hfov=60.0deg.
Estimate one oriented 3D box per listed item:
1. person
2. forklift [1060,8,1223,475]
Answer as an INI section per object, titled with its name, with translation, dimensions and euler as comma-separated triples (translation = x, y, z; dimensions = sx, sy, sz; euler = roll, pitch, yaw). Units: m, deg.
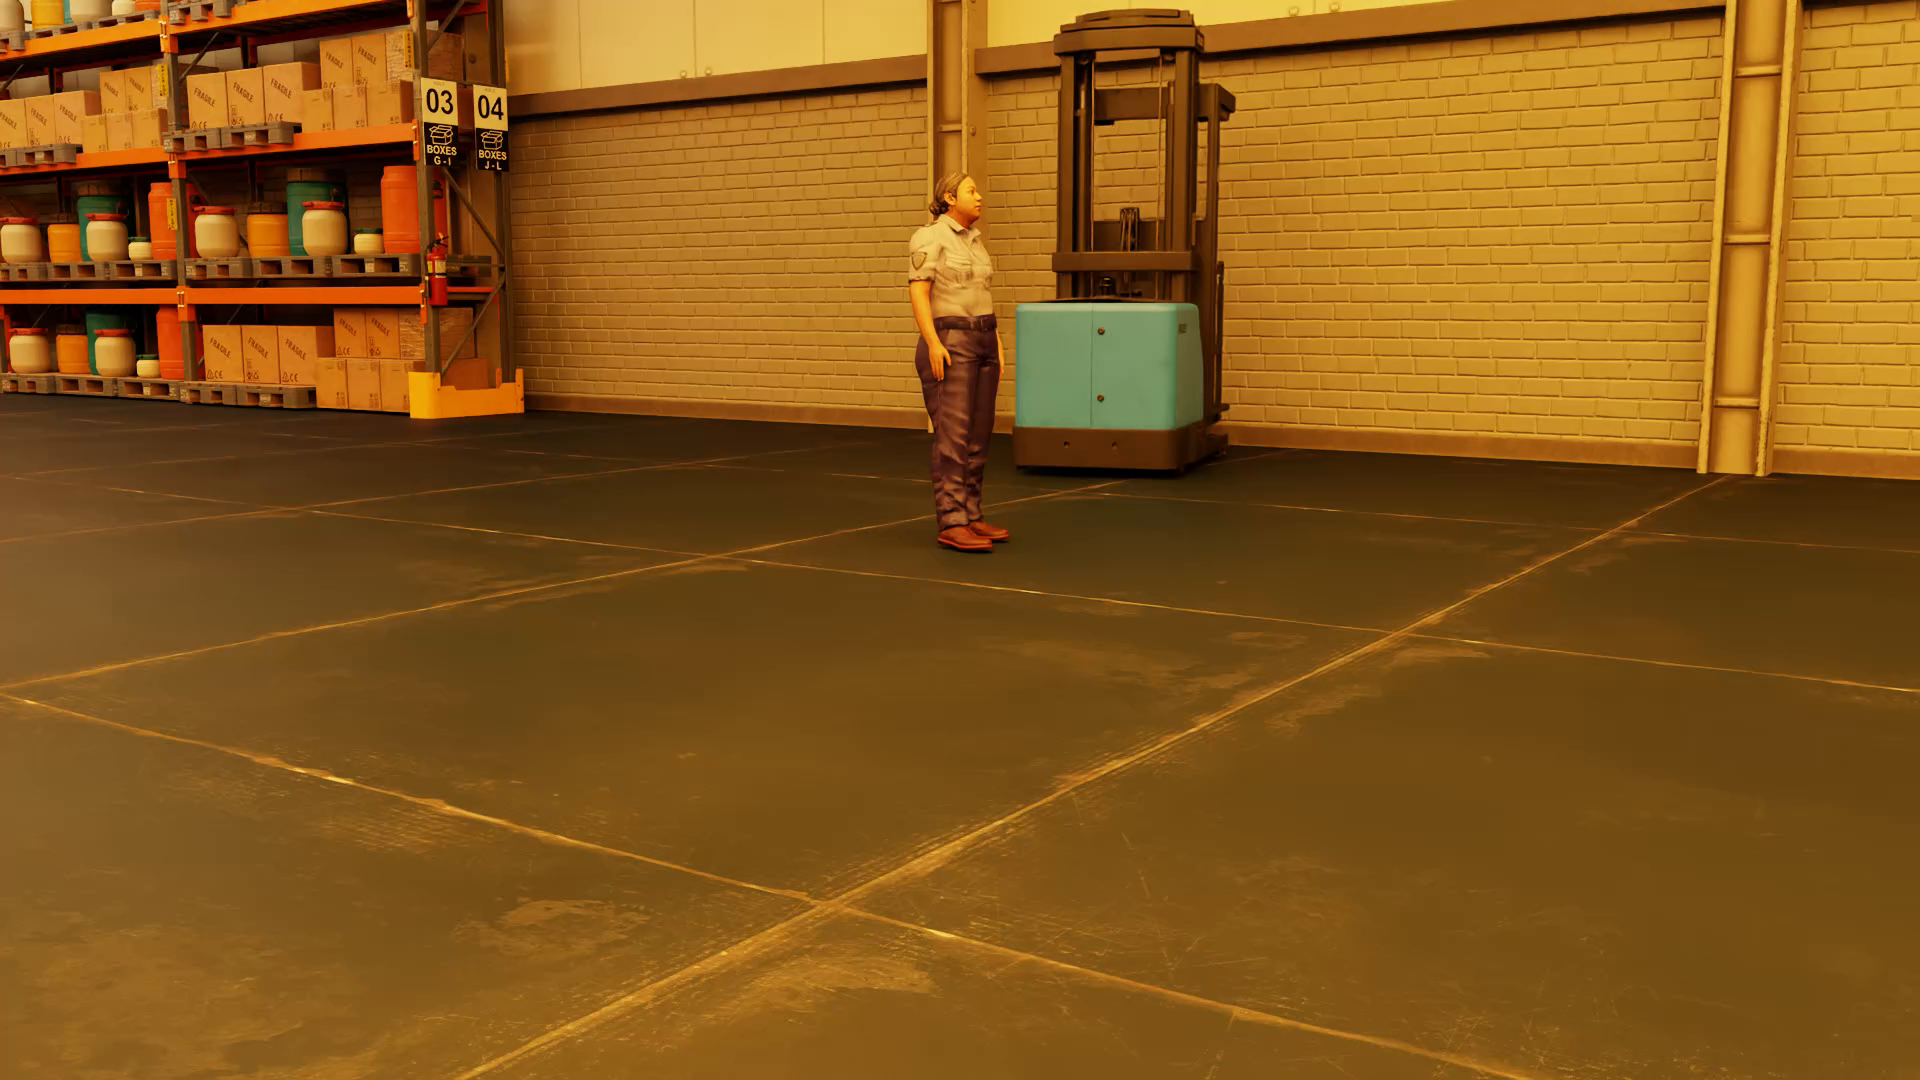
[person]
translation = 0.061, -0.814, 7.418
dimensions = 0.503, 1.651, 0.598
euler = 5, 10, 34
[forklift]
translation = 1.270, -2.027, 11.447
dimensions = 1.121, 2.935, 3.031
euler = 3, 8, 18
